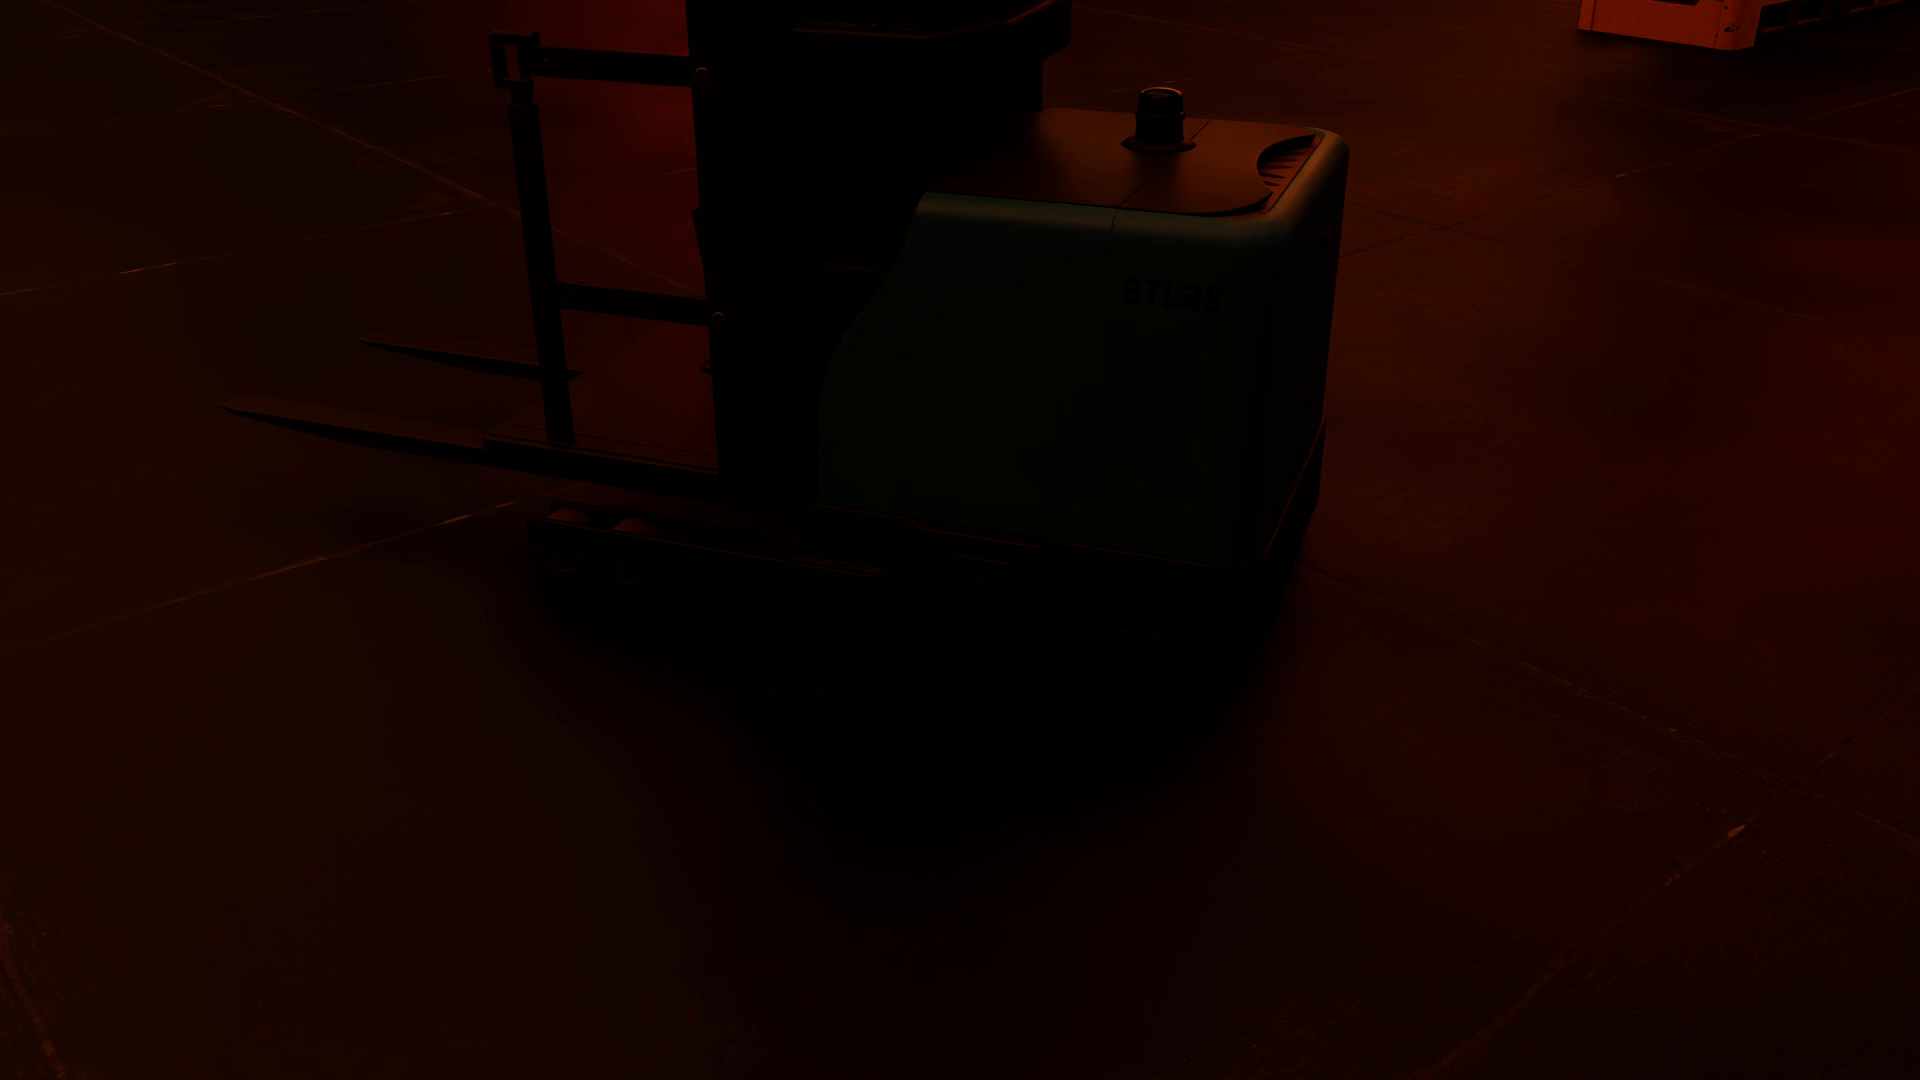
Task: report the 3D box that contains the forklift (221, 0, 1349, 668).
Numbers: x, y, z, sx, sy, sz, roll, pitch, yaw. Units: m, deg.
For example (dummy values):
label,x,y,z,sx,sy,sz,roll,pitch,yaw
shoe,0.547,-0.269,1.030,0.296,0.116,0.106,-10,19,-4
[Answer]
label,x,y,z,sx,sy,sz,roll,pitch,yaw
forklift,-0.588,-1.408,4.041,3.031,2.935,1.130,9,28,18
